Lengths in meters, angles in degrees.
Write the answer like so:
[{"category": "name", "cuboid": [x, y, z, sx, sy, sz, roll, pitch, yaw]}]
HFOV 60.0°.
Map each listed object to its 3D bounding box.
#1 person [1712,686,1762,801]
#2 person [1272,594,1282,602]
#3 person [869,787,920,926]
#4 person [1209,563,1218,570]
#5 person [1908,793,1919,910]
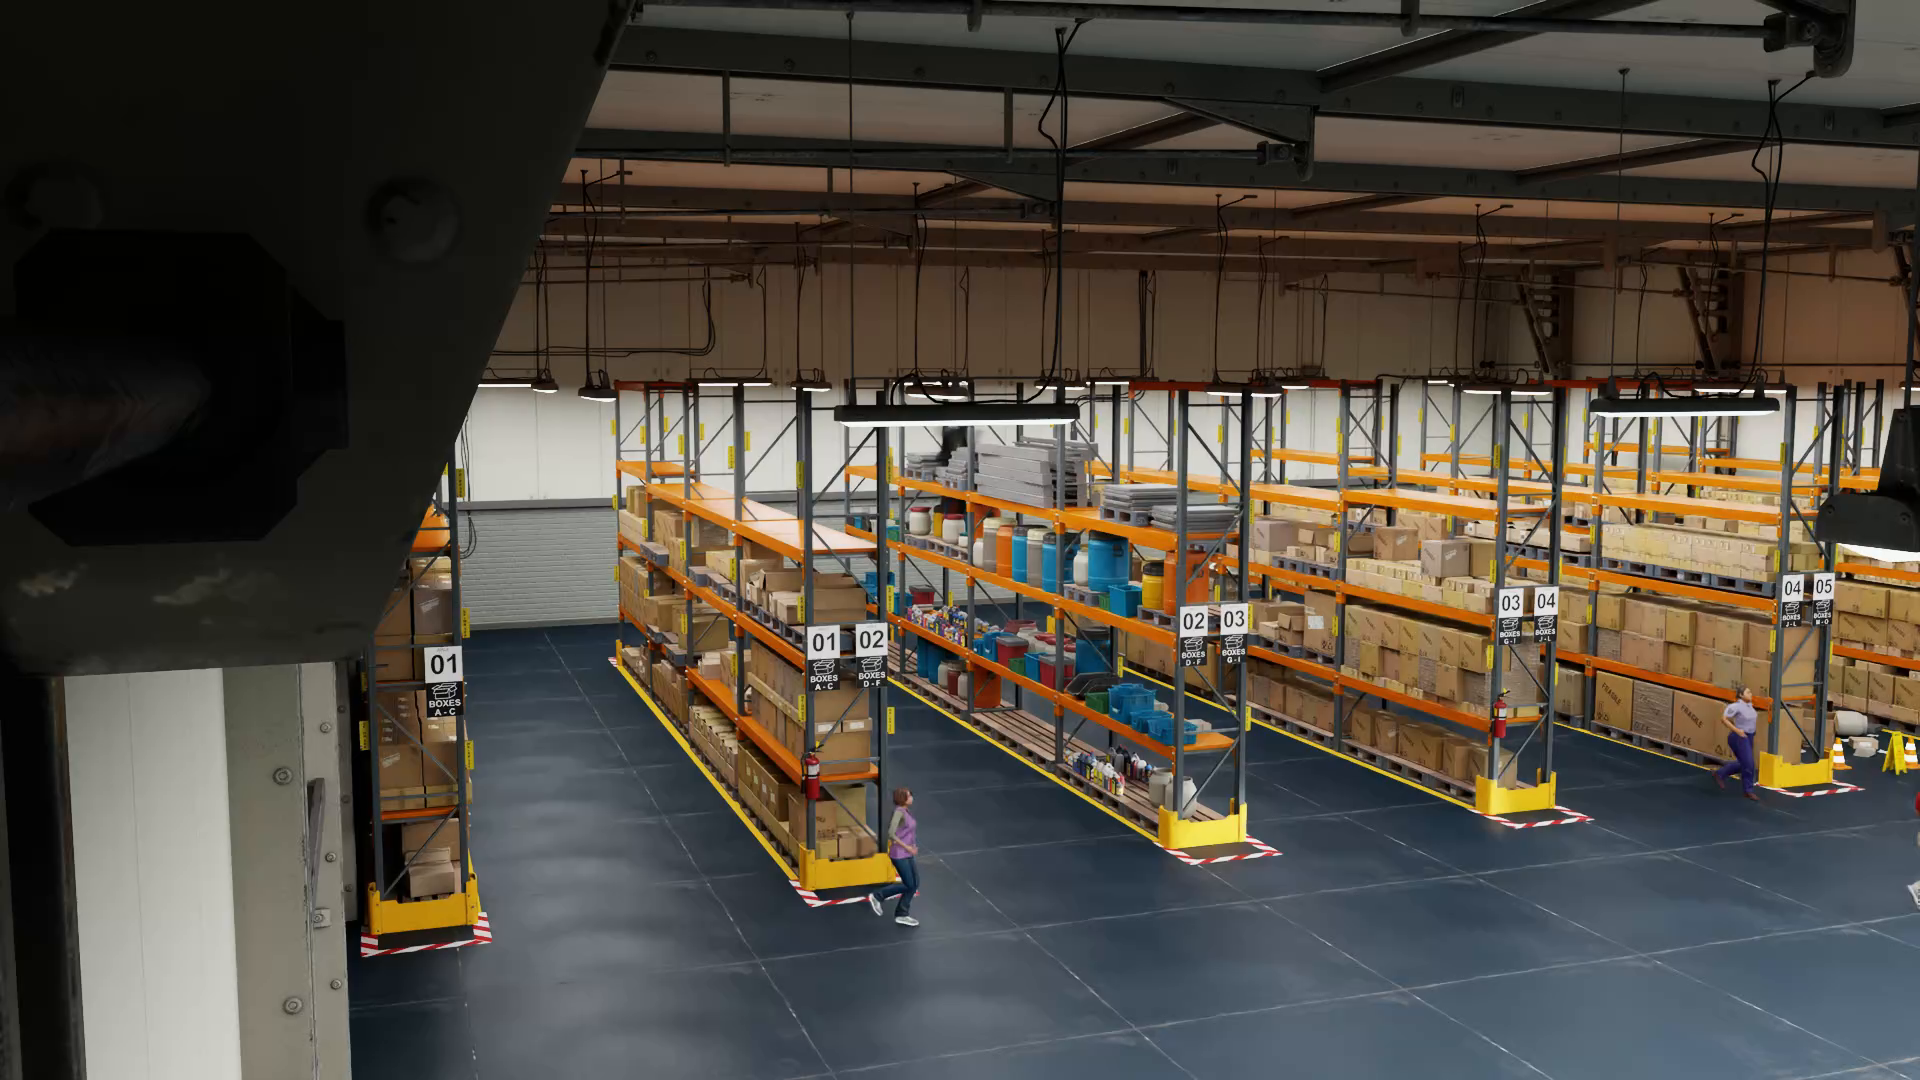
[{"category": "person", "cuboid": [11.455, 2.962, 24.428, 0.656, 1.671, 0.772, -5, 8, -38]}, {"category": "person", "cuboid": [6.387, 1.955, 33.563, 0.591, 1.724, 0.661, -2, 7, -22]}, {"category": "person", "cuboid": [-0.730, 3.575, 18.888, 0.568, 1.559, 0.567, 1, 6, 8]}, {"category": "person", "cuboid": [6.295, 1.172, 40.997, 0.841, 1.663, 0.757, 5, 8, 40]}, {"category": "person", "cuboid": [11.248, 3.472, 19.151, 0.619, 1.676, 0.658, 1, 6, 11]}]
